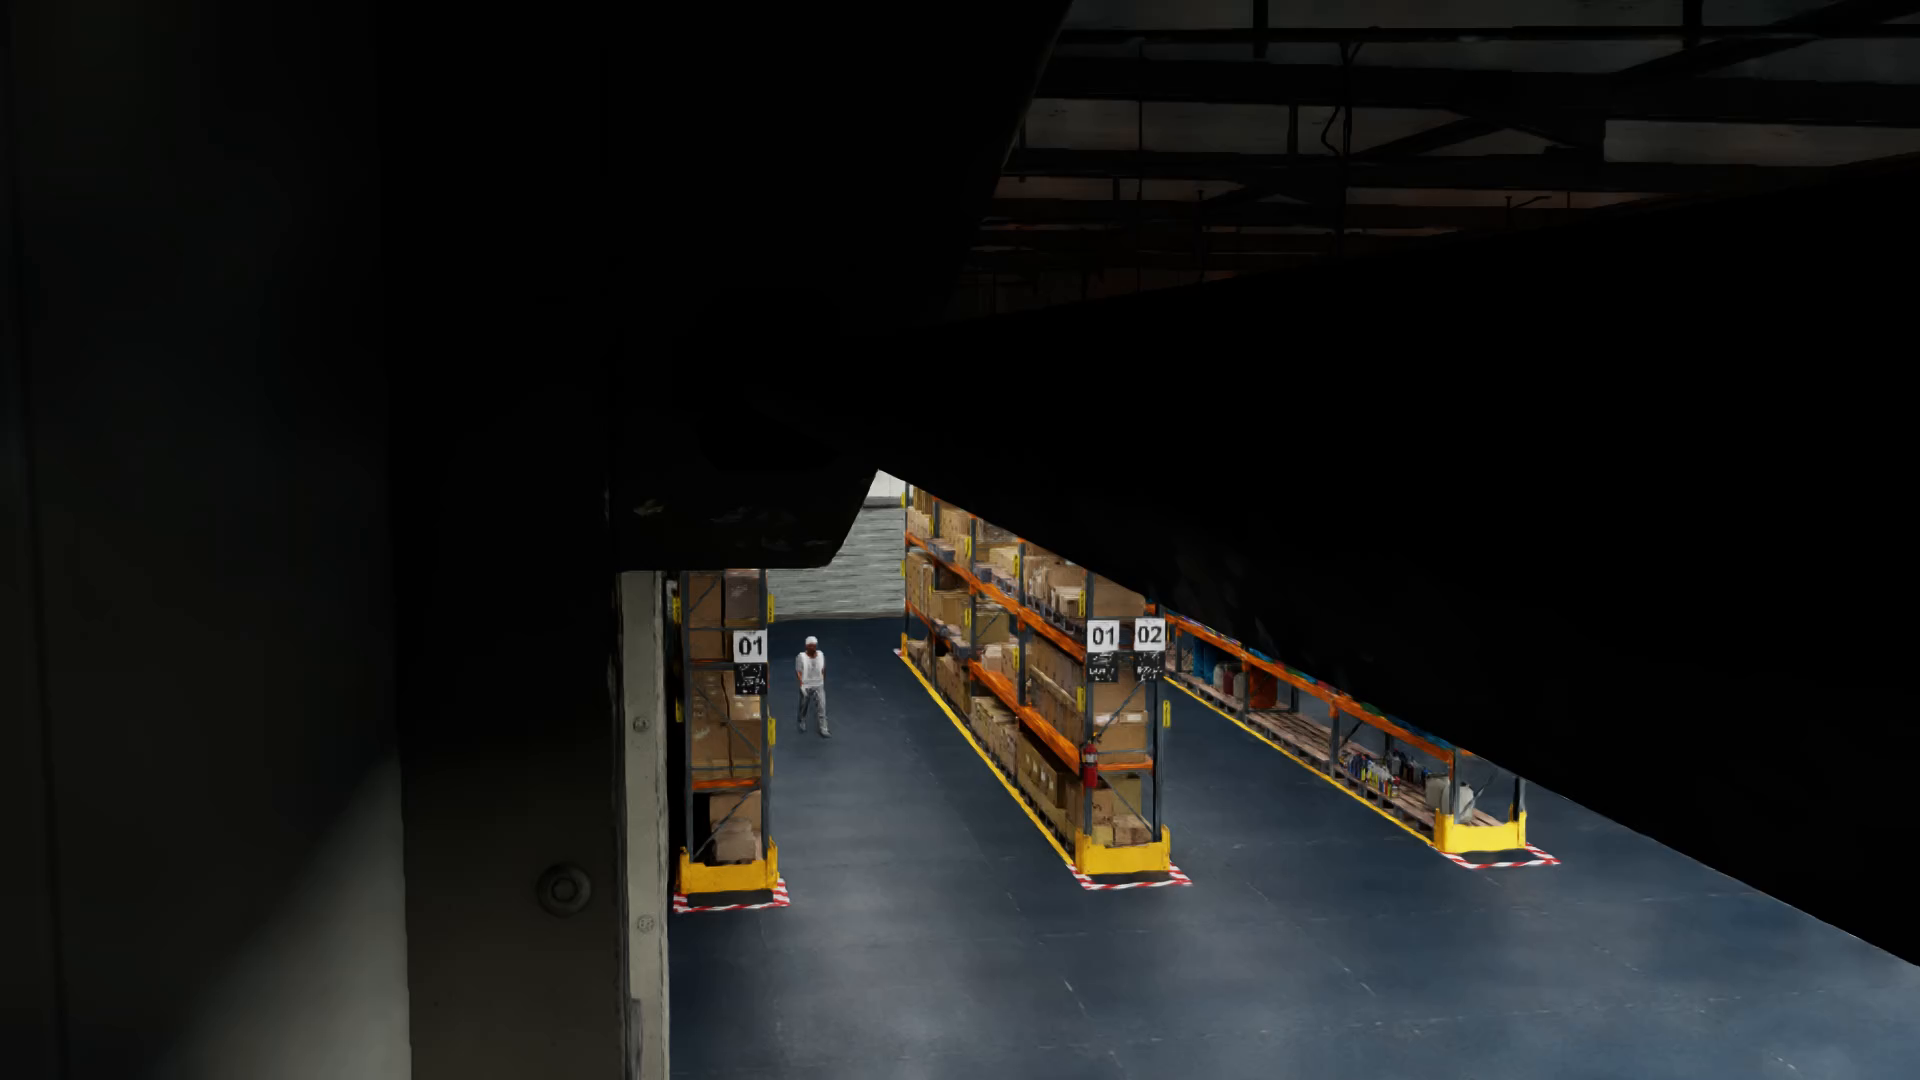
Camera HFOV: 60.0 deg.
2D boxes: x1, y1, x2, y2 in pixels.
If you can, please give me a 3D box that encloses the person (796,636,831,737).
[{"bbox_3d":[-2.554,2.500,28.583,0.554,1.724,1.031,-2,6,-18],"label":"person"}]
